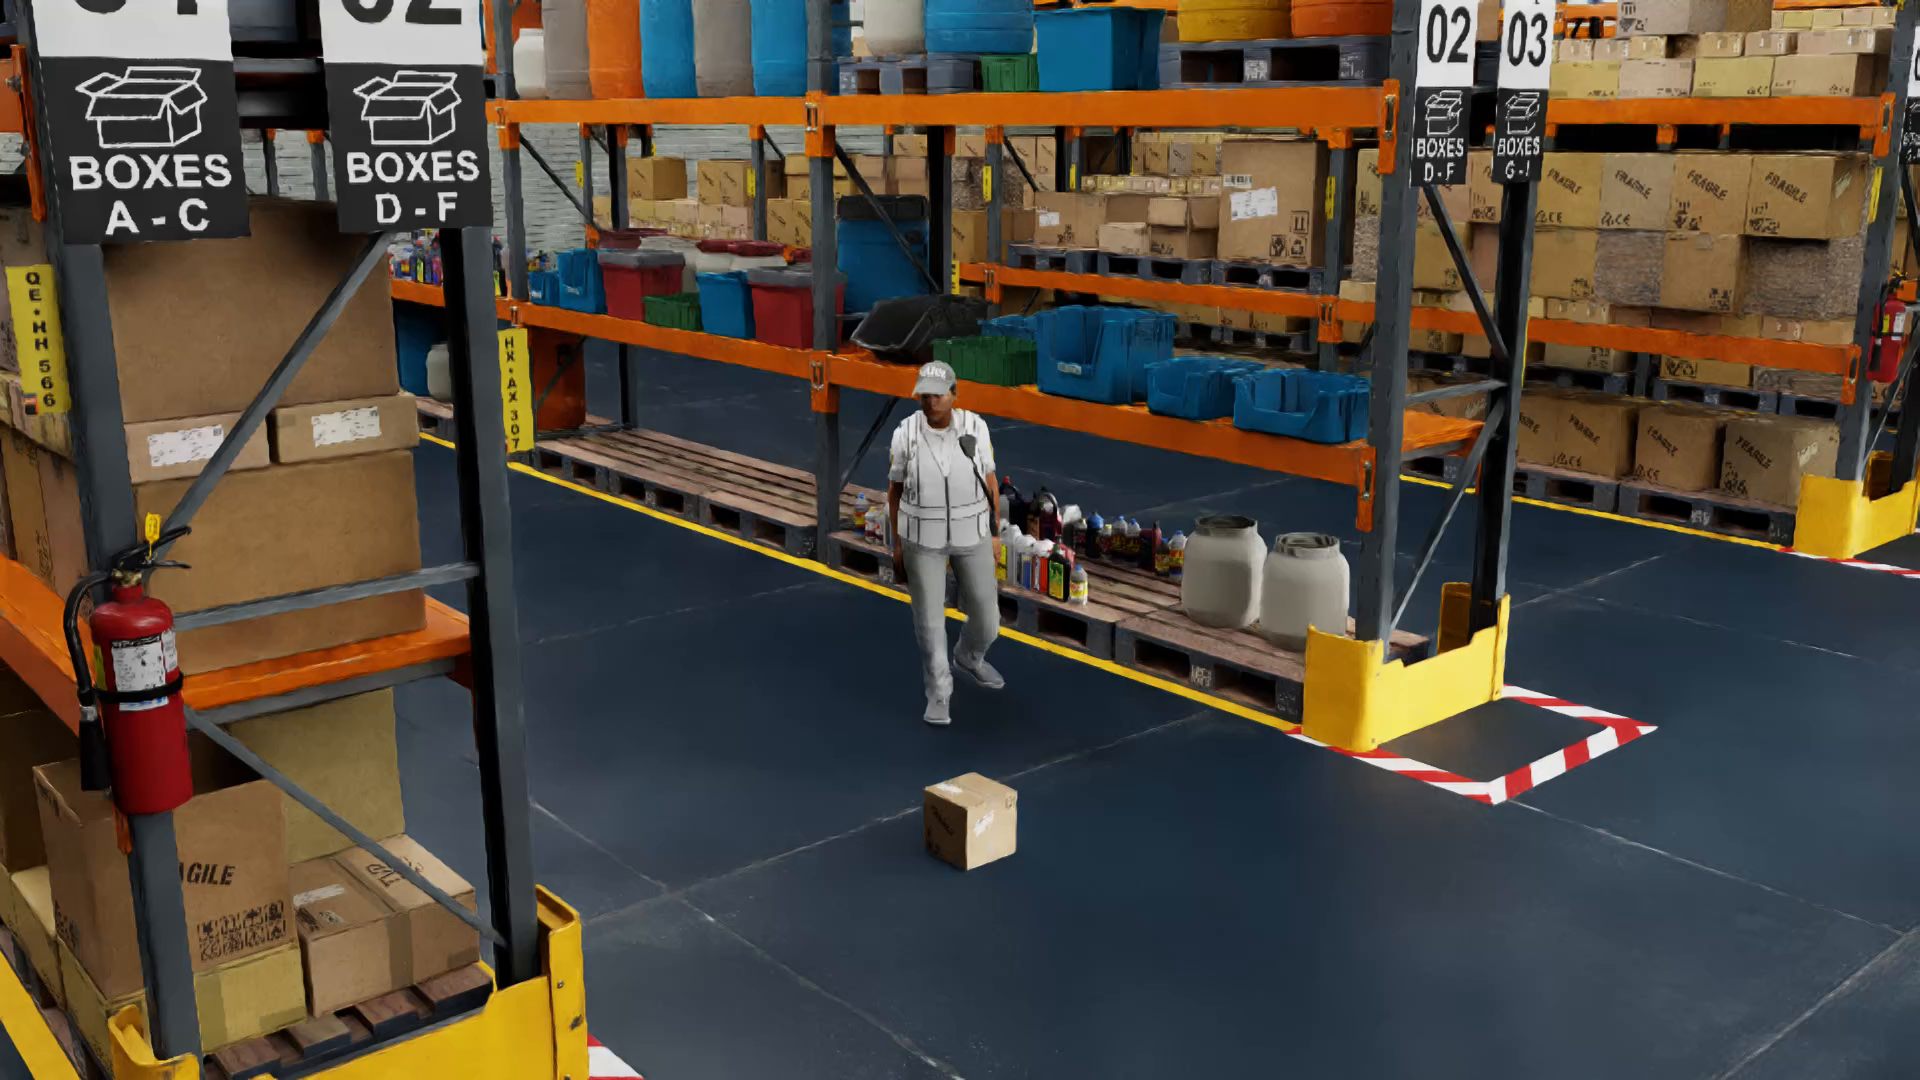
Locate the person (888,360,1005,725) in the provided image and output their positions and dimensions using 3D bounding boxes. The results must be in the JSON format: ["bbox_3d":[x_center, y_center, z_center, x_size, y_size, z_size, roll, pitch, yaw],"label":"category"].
[{"bbox_3d":[-0.052,-0.007,7.528,0.547,1.655,0.582,-1,14,-5],"label":"person"}]
